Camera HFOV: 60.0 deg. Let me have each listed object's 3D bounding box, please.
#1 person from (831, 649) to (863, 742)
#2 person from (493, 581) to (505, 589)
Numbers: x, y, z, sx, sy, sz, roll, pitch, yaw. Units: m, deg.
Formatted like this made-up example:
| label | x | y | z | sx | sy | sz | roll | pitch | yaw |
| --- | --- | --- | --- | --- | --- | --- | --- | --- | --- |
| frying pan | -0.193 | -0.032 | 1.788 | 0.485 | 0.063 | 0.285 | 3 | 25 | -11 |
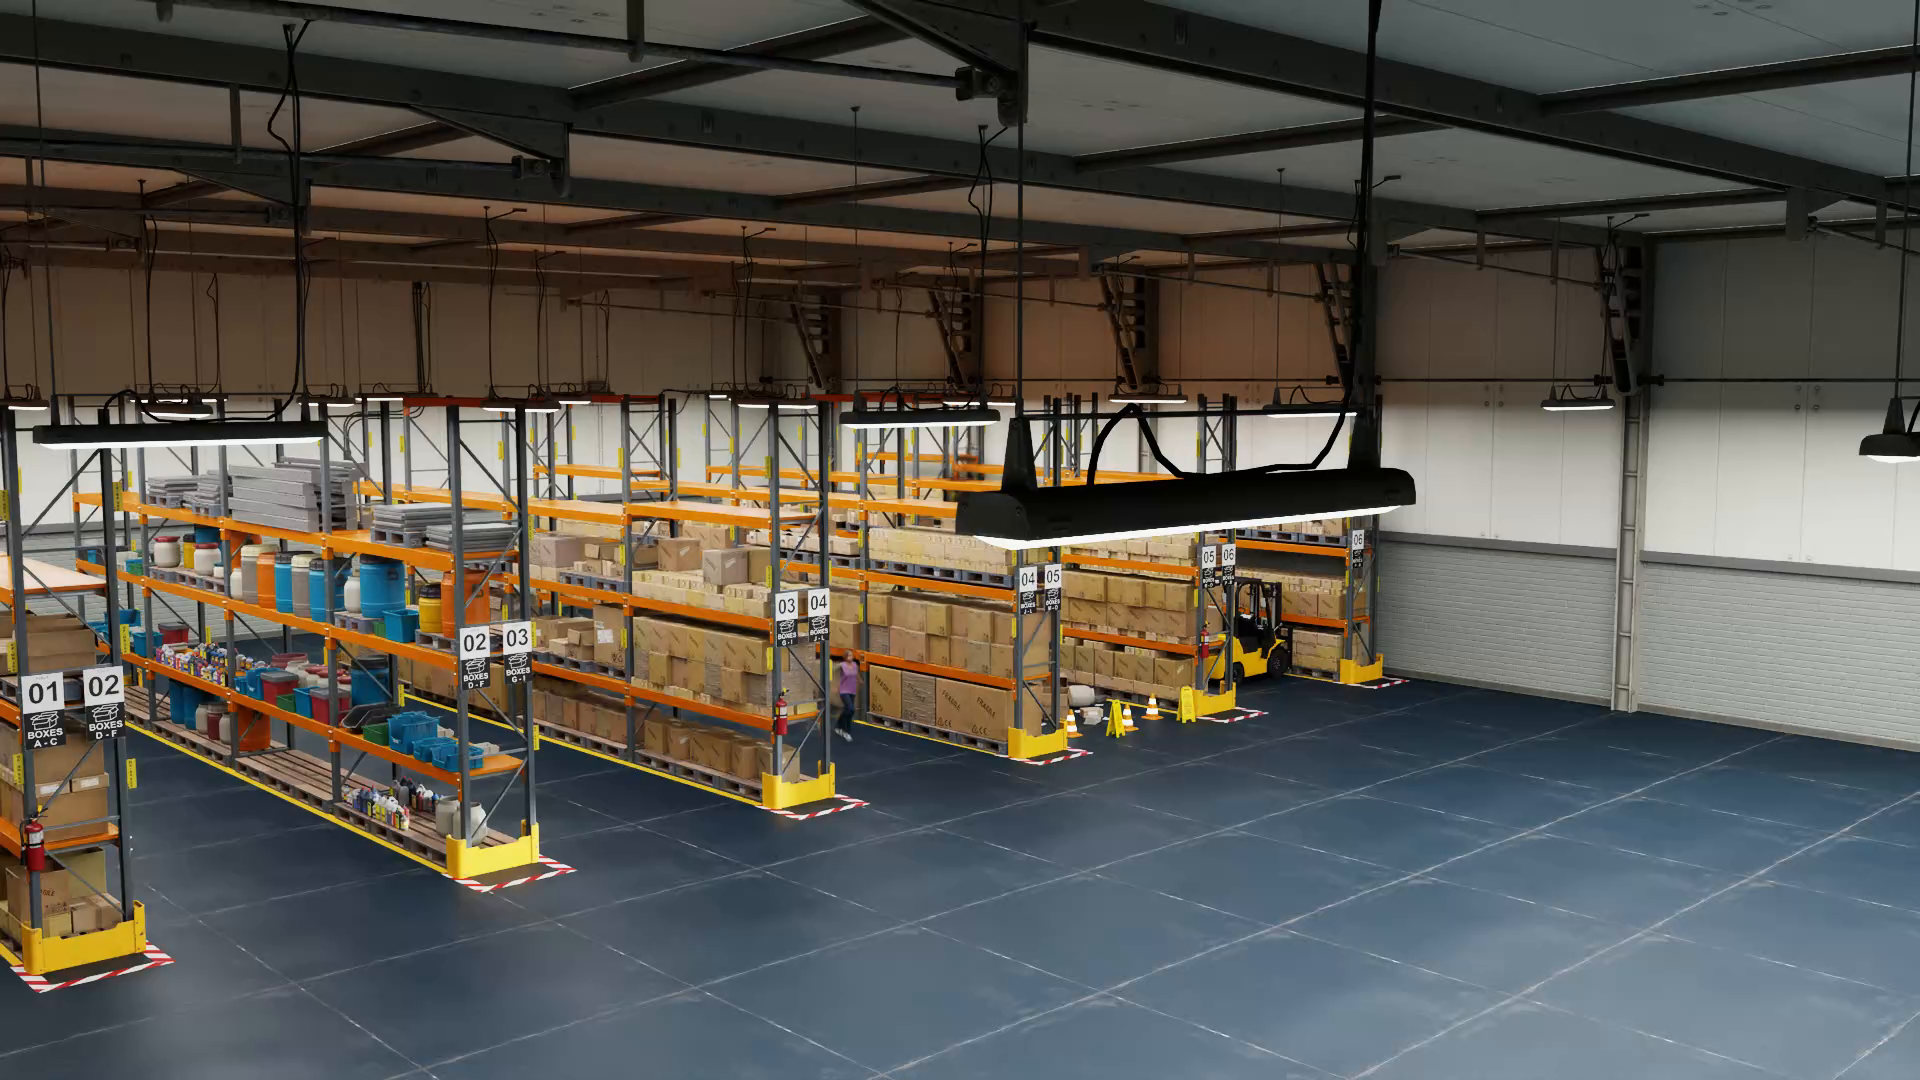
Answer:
| label | x | y | z | sx | sy | sz | roll | pitch | yaw |
| --- | --- | --- | --- | --- | --- | --- | --- | --- | --- |
| person | -1.974 | 2.724 | 29.227 | 0.710 | 1.637 | 0.524 | 5 | 8 | 45 |
| person | -10.881 | 1.677 | 39.074 | 0.641 | 1.733 | 0.700 | 0 | 6 | 1 |
